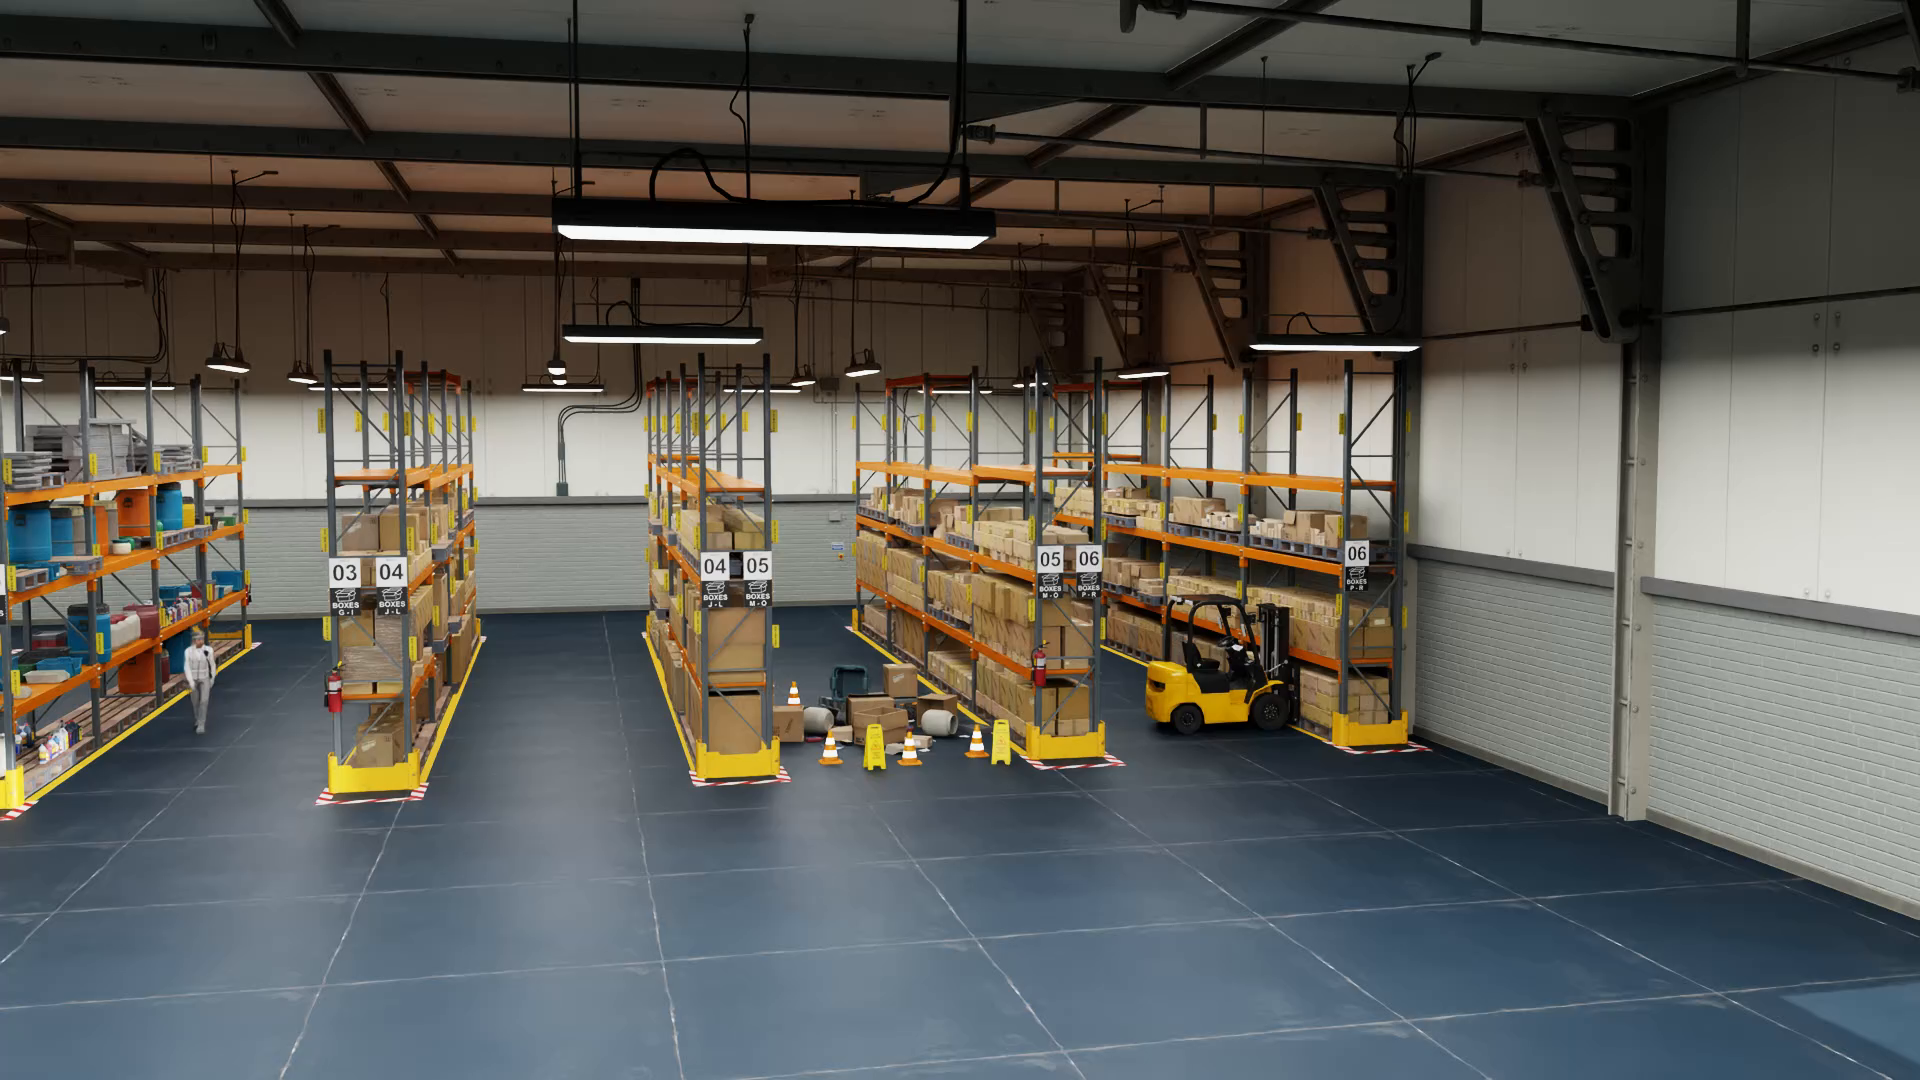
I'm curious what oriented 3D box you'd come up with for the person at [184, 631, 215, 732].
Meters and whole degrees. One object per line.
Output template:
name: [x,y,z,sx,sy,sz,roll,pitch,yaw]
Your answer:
person: [-12.443,2.287,27.207,0.463,1.616,0.935,-2,4,-22]
